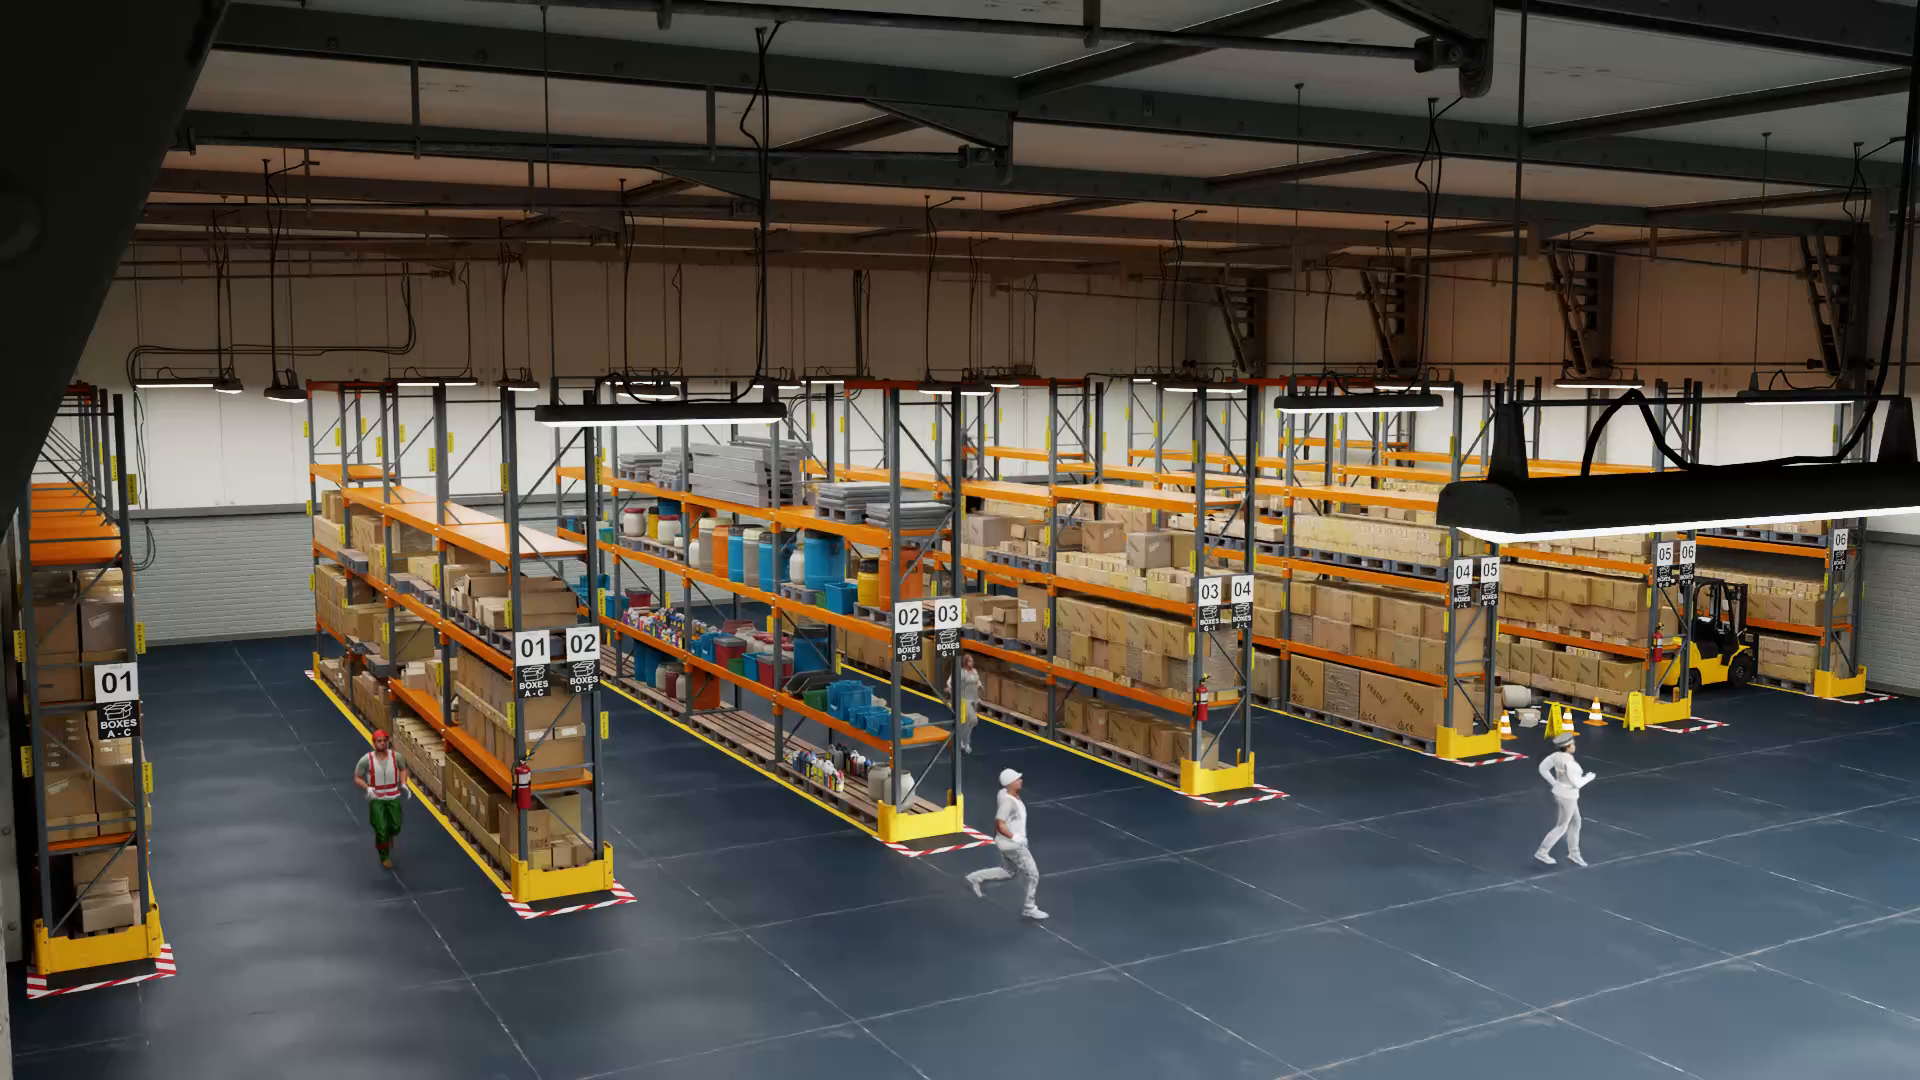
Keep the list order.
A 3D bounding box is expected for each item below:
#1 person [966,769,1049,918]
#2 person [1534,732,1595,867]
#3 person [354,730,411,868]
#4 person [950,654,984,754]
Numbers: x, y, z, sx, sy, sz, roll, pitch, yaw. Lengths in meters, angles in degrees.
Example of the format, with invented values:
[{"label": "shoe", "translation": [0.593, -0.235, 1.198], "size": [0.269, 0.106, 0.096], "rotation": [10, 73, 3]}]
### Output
[{"label": "person", "translation": [0.546, 3.472, 18.979], "size": [0.937, 1.753, 0.672], "rotation": [-1, 6, -8]}, {"label": "person", "translation": [7.568, 3.269, 20.844], "size": [0.725, 1.746, 0.597], "rotation": [0, 6, 0]}, {"label": "person", "translation": [-7.273, 3.247, 20.950], "size": [0.657, 1.742, 0.601], "rotation": [-4, 7, -31]}, {"label": "person", "translation": [0.117, 2.658, 27.005], "size": [0.681, 1.615, 0.442], "rotation": [6, 8, 44]}]
